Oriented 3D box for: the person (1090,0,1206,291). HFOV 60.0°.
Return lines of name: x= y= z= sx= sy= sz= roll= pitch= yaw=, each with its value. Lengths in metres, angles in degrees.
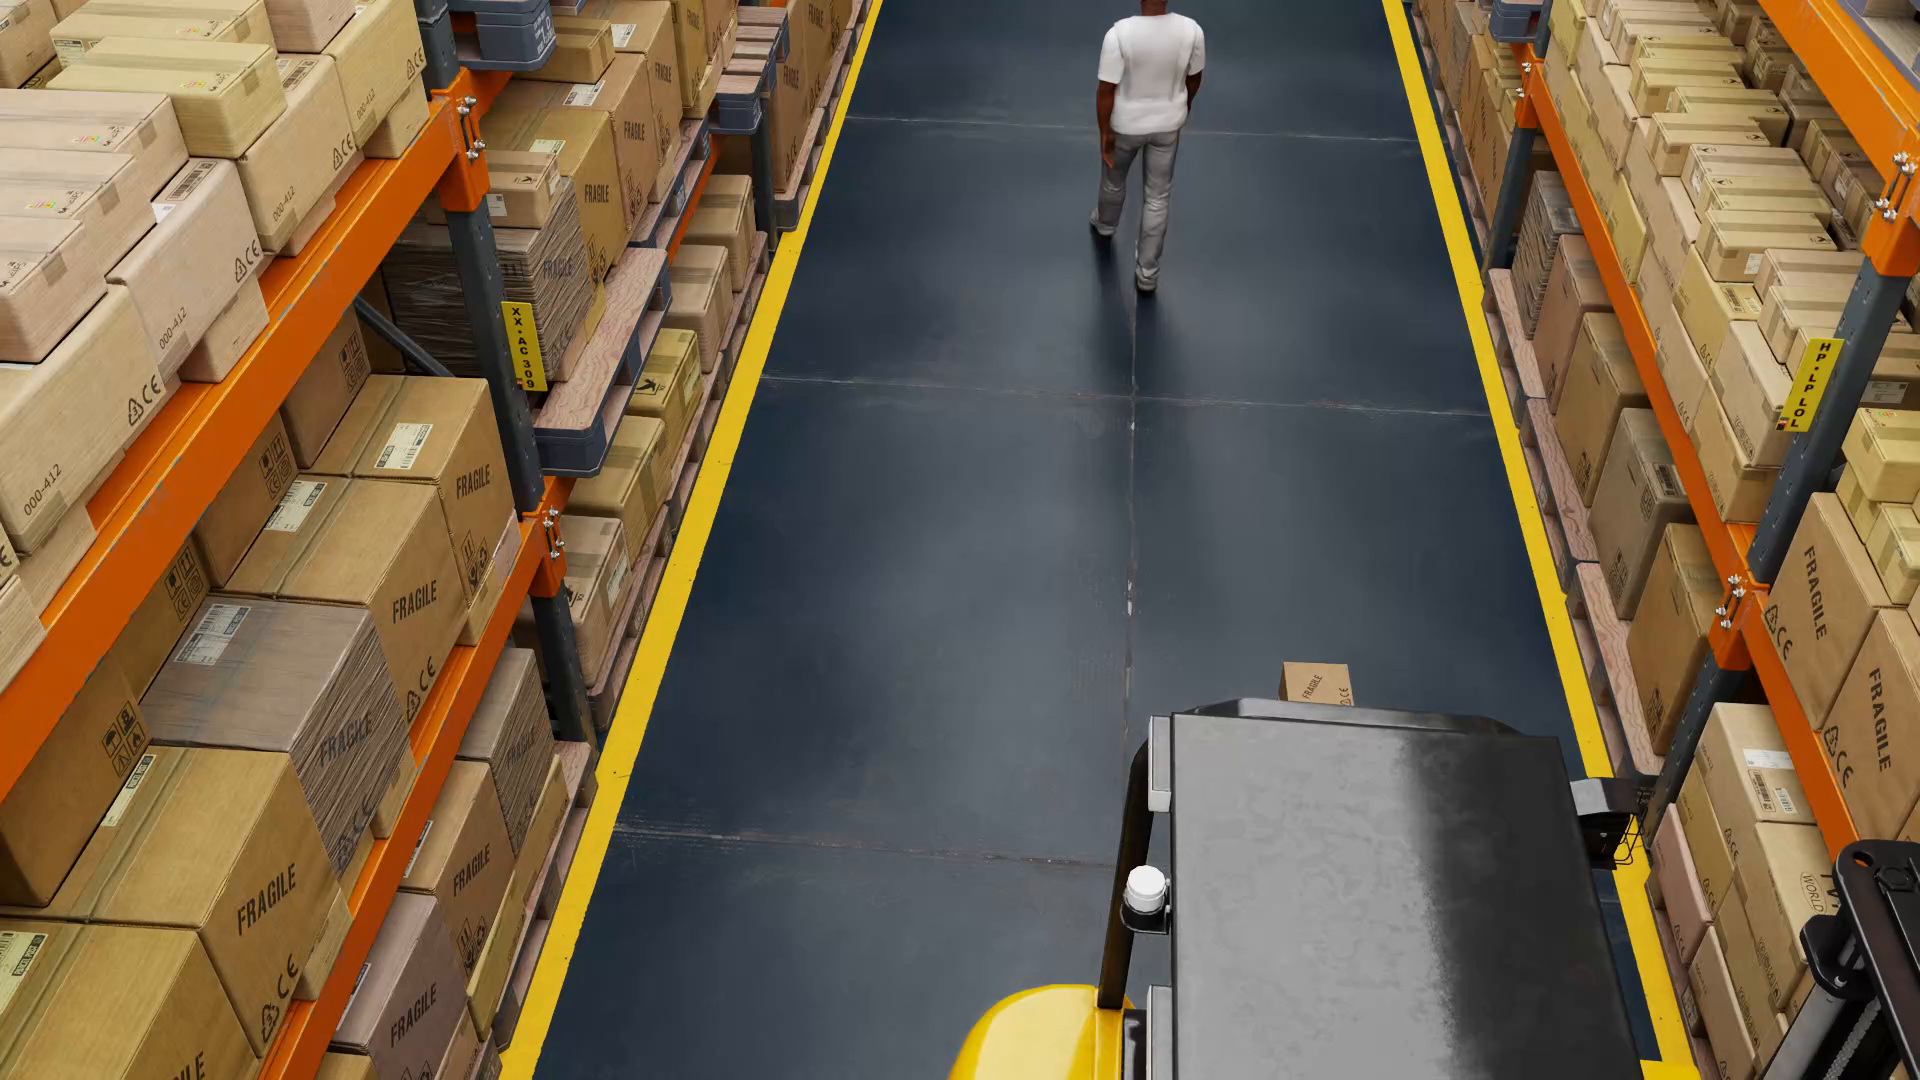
person: x=0.985 y=-2.289 z=8.856 sx=0.567 sy=1.726 sz=0.920 roll=0 pitch=40 yaw=0
